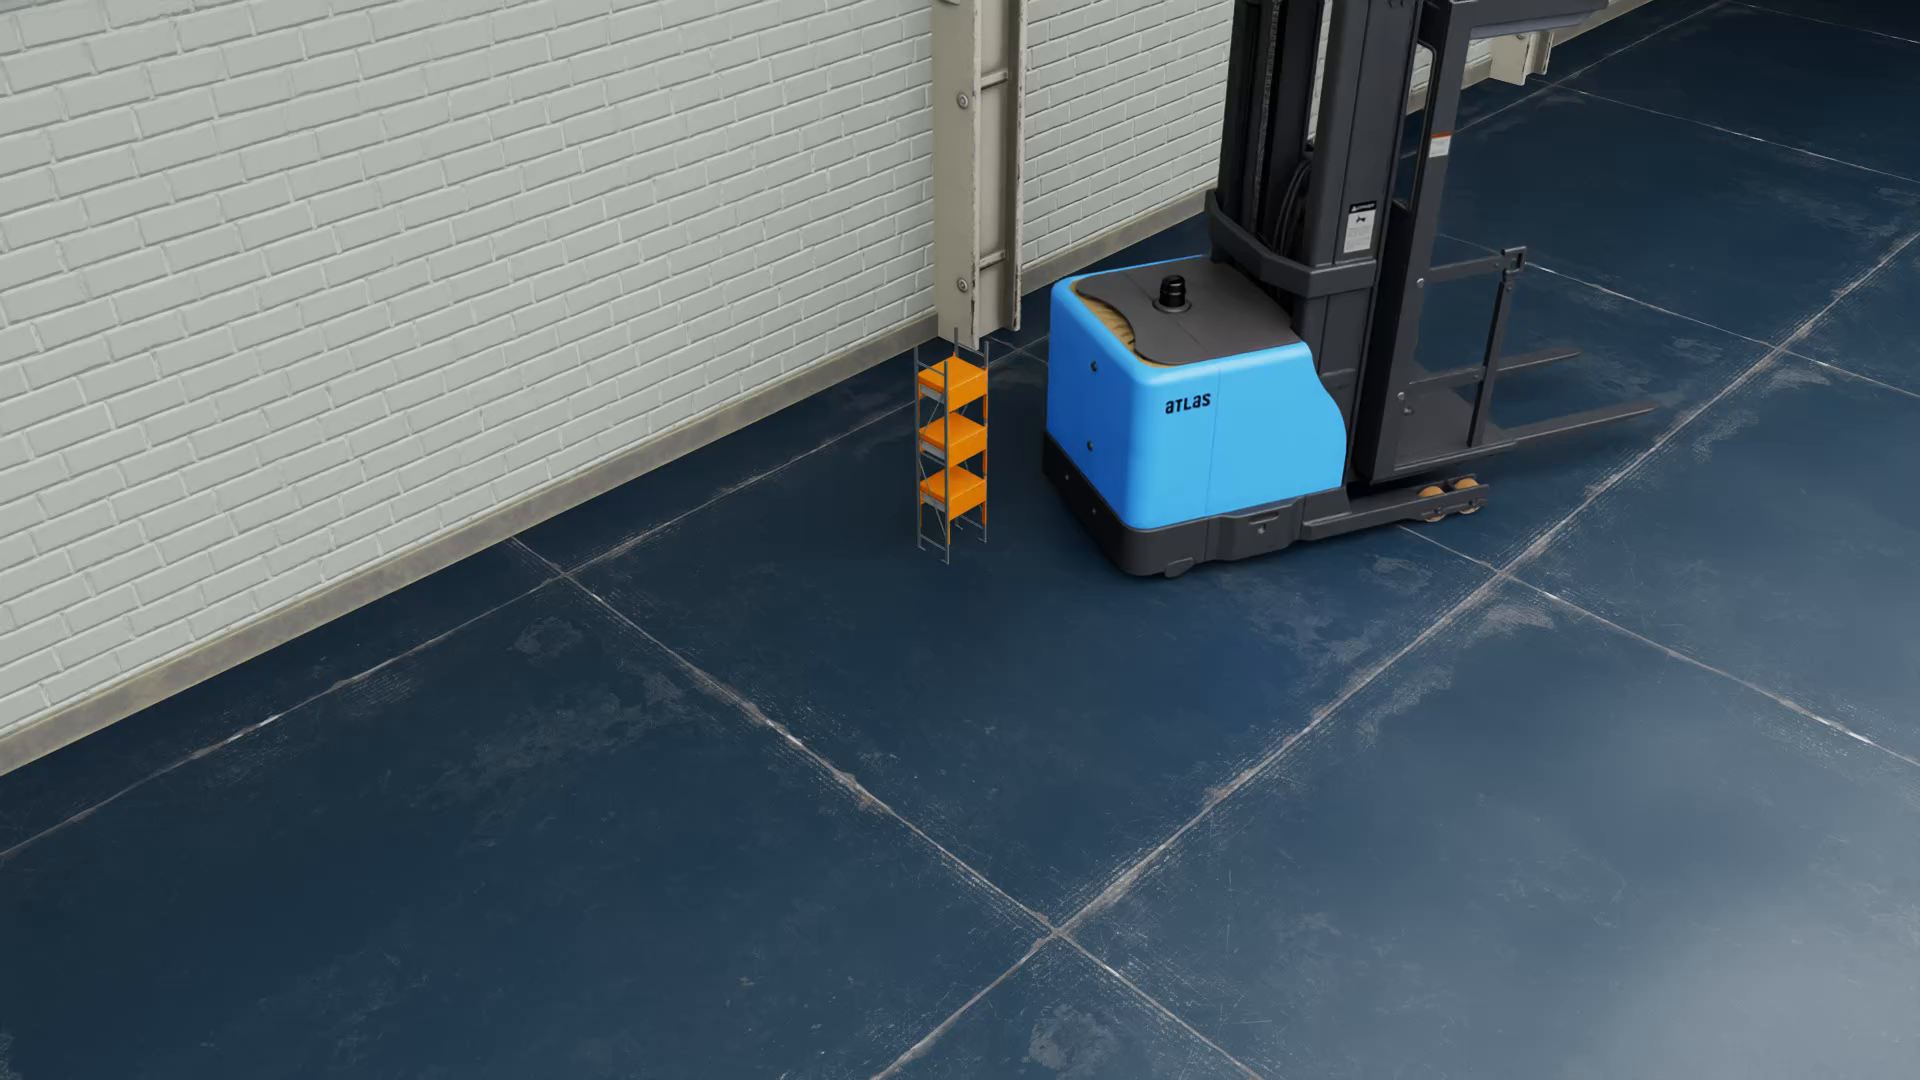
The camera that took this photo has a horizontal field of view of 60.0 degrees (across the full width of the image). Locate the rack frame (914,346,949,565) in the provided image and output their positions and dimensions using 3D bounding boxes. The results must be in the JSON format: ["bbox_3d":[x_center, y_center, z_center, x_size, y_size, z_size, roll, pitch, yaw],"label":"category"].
[{"bbox_3d":[-0.124,-0.359,7.347,0.200,1.050,0.008,30,45,35],"label":"rack frame"}]

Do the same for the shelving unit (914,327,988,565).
[{"bbox_3d":[-0.038,-0.409,7.419,0.215,1.050,0.252,30,45,35],"label":"shelving unit"}]

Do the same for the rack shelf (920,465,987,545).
[{"bbox_3d":[-0.038,-0.172,7.584,0.215,0.259,0.240,30,45,35],"label":"rack shelf"}]

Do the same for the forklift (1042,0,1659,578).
[{"bbox_3d":[1.971,-1.557,7.420,3.031,2.935,1.130,-12,37,-17],"label":"forklift"}]

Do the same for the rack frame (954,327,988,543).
[{"bbox_3d":[0.048,-0.458,7.490,0.200,1.050,0.008,30,45,35],"label":"rack frame"}]

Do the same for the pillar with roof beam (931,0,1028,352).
[{"bbox_3d":[3.155,-3.144,4.392,9.100,9.000,0.400,30,45,35],"label":"pillar with roof beam"}]

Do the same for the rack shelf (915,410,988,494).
[{"bbox_3d":[-0.038,-0.400,7.425,0.215,0.259,0.240,30,45,35],"label":"rack shelf"}]

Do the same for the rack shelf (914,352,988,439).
[{"bbox_3d":[-0.038,-0.633,7.262,0.215,0.259,0.240,30,45,35],"label":"rack shelf"}]

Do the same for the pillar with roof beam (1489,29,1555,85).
[{"bbox_3d":[7.383,-5.580,7.885,9.100,9.000,0.400,30,45,35],"label":"pillar with roof beam"}]
